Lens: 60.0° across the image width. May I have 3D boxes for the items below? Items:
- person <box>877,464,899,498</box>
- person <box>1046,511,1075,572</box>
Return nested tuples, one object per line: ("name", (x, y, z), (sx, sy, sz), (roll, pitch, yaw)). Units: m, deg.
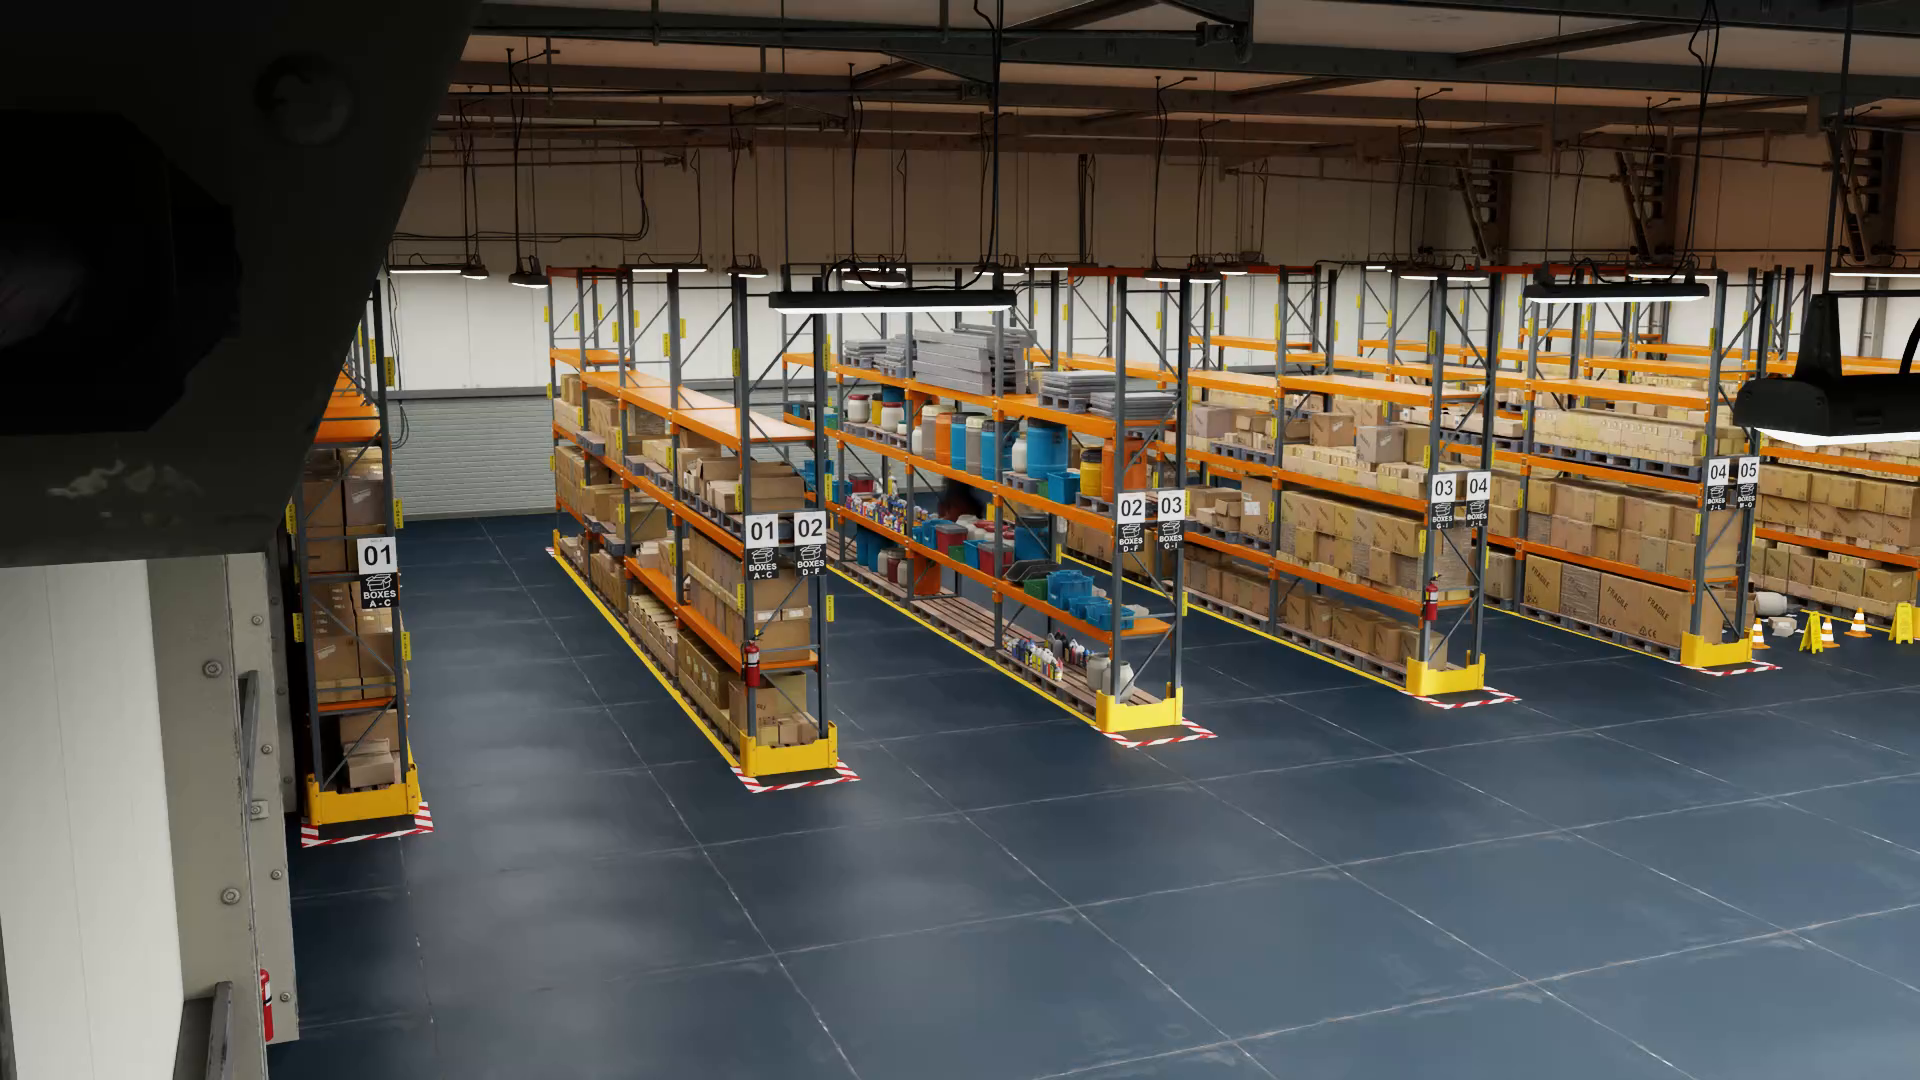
("person", (-1.567, -0.812, 36.454), (0.578, 1.736, 0.807), (-5, 11, -26))
("person", (1.840, -0.121, 31.057), (0.559, 1.654, 0.727), (-2, 10, -9))
